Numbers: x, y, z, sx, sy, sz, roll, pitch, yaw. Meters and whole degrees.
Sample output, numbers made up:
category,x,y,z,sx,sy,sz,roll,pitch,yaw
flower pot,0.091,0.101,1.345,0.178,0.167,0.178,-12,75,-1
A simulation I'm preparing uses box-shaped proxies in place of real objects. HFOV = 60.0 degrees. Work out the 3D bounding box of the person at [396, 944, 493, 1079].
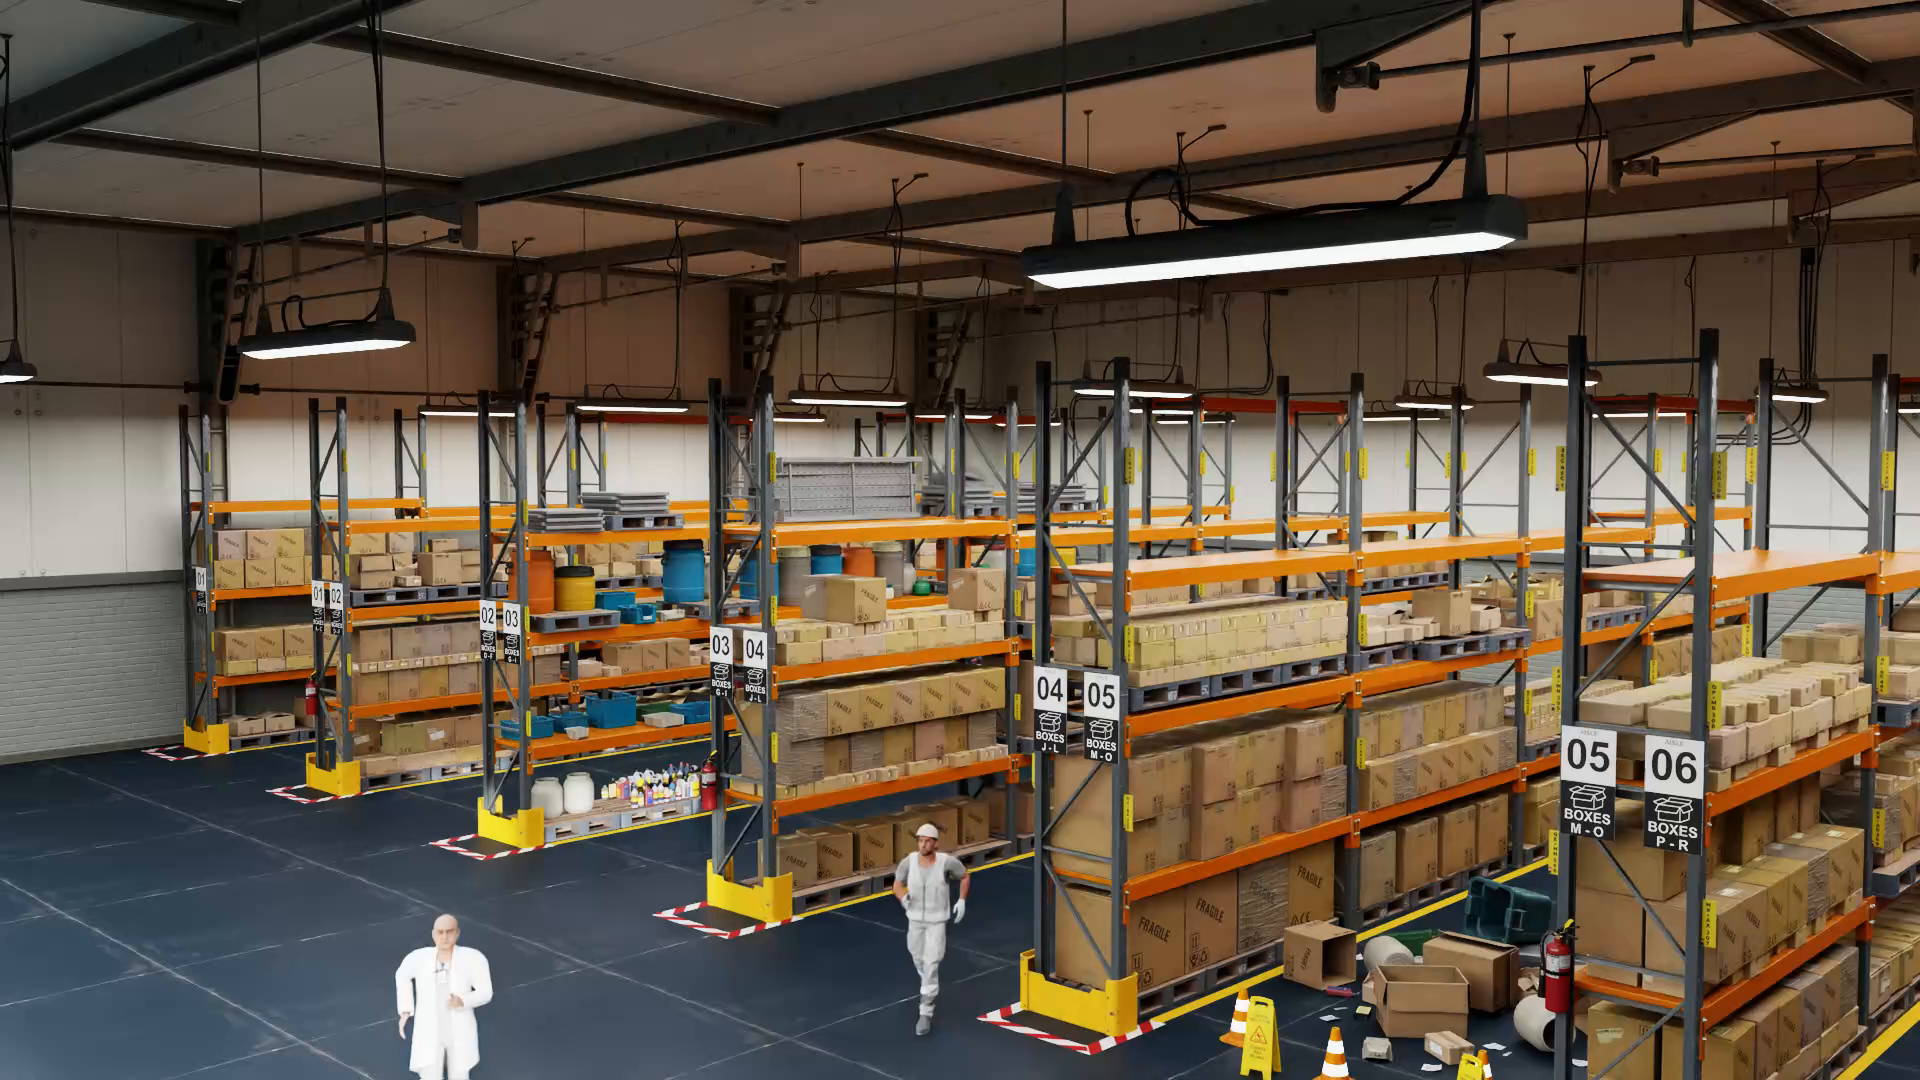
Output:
category,x,y,z,sx,sy,sz,roll,pitch,yaw
person,-3.756,3.655,12.127,0.668,1.464,0.699,-1,3,-18

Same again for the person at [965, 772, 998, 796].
category,x,y,z,sx,sy,sz,roll,pitch,yaw
person,0.184,2.998,24.513,0.684,1.747,0.917,2,4,39

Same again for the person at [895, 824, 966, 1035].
category,x,y,z,sx,sy,sz,roll,pitch,yaw
person,-0.274,3.462,15.100,0.657,1.806,0.882,1,3,16
